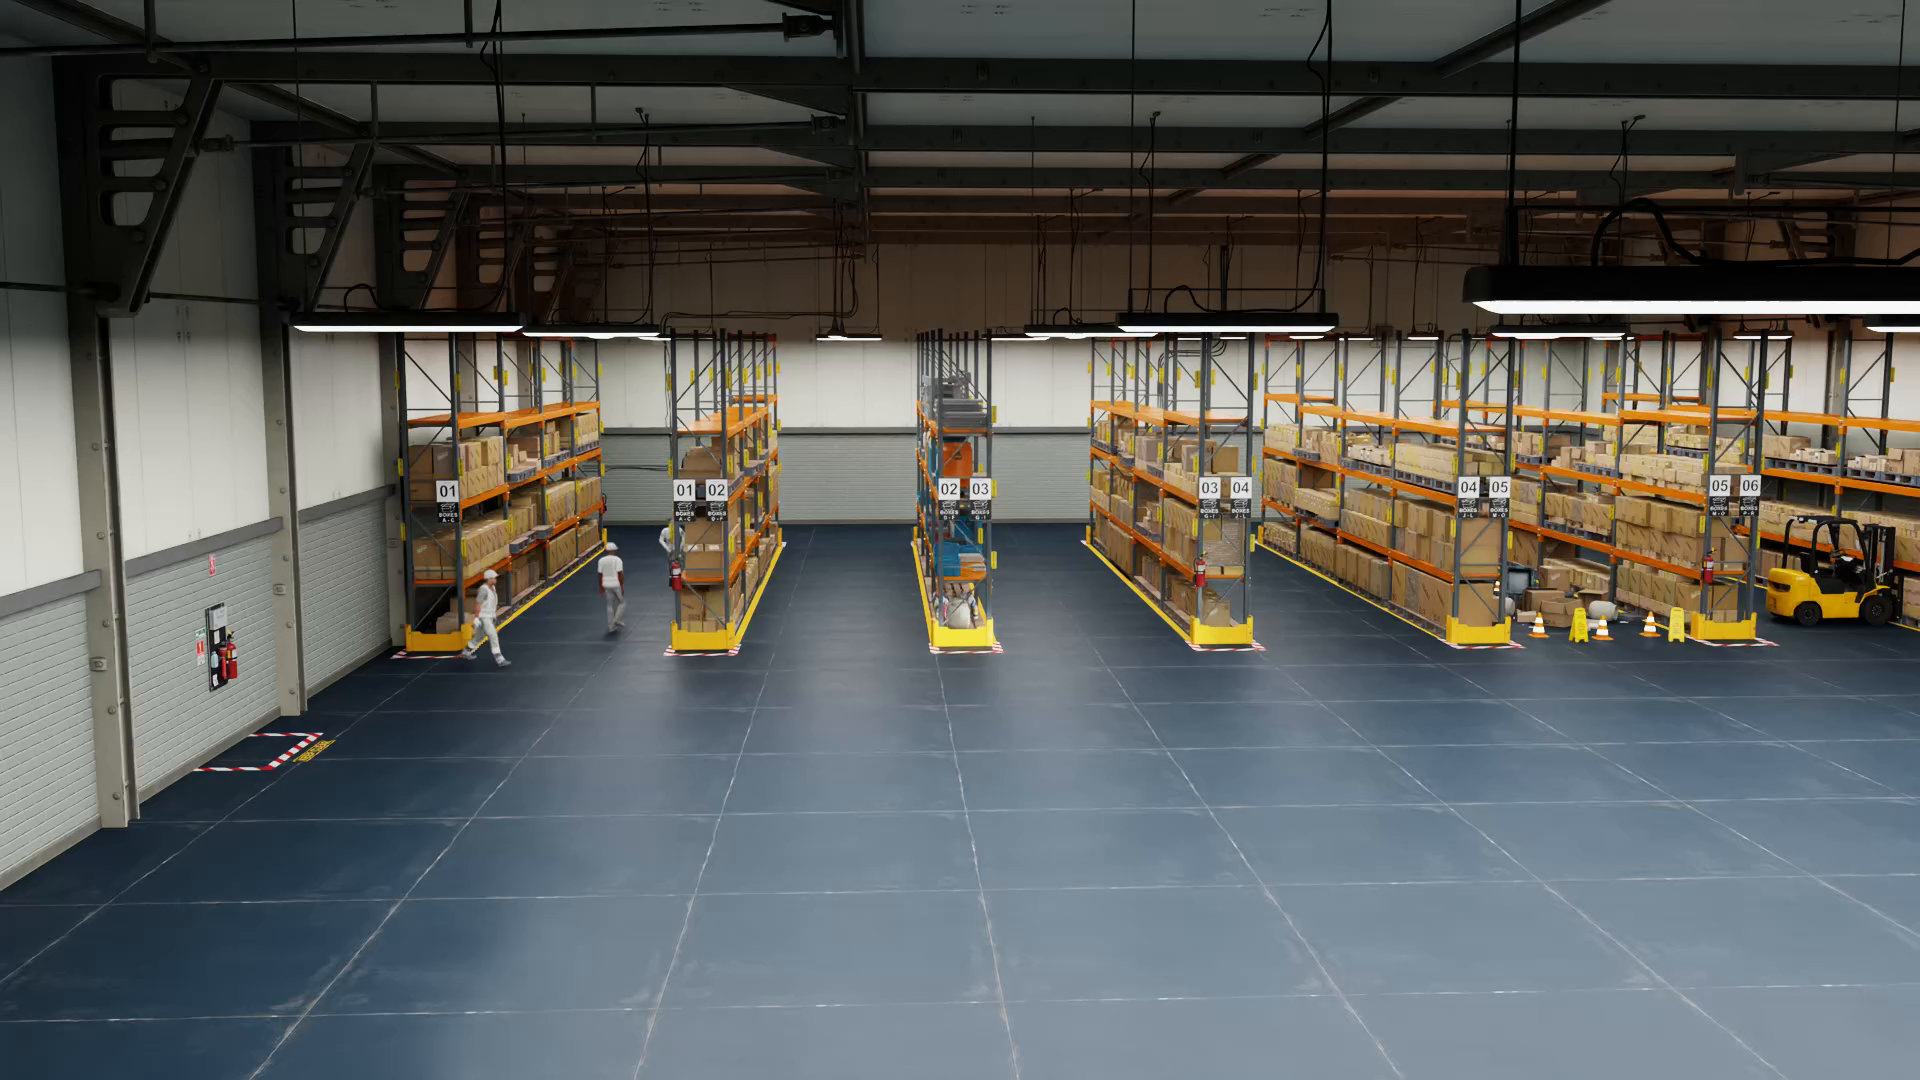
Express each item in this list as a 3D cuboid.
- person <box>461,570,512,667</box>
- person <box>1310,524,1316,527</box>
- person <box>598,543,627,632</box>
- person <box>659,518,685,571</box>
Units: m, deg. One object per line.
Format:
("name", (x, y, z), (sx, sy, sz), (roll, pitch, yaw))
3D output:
("person", (-8.463, 1.384, 29.651), (1.143, 1.728, 0.572), (2, 7, 15))
("person", (10.790, -0.962, 49.677), (0.609, 1.655, 0.504), (3, 7, 20))
("person", (-6.945, 0.937, 33.203), (0.601, 1.753, 0.538), (1, 7, 6))
("person", (-6.907, 0.225, 40.028), (0.562, 1.592, 0.696), (1, 7, 8))
